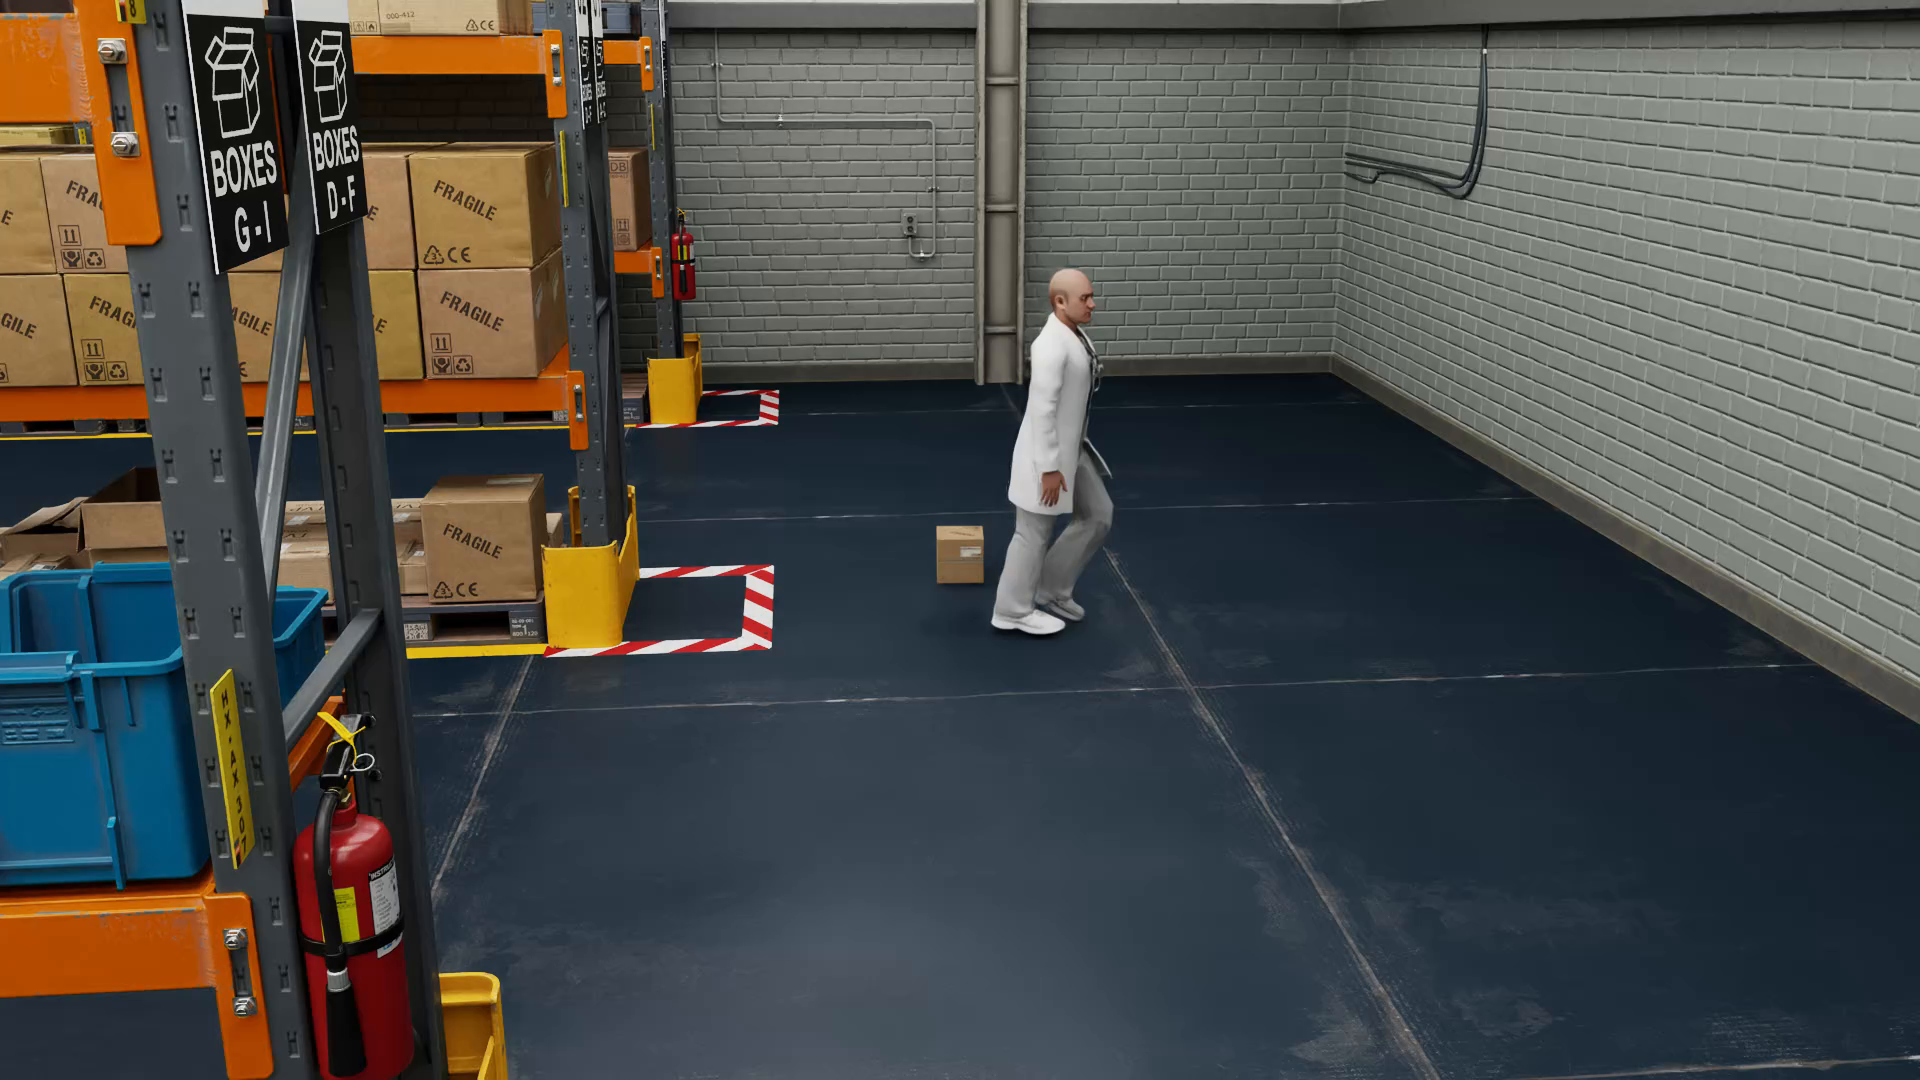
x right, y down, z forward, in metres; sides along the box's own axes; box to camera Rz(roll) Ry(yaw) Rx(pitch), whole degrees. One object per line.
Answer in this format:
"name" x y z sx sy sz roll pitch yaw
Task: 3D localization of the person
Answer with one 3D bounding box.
"person" 0.459 -0.367 7.819 0.594 1.807 0.610 6 18 20
